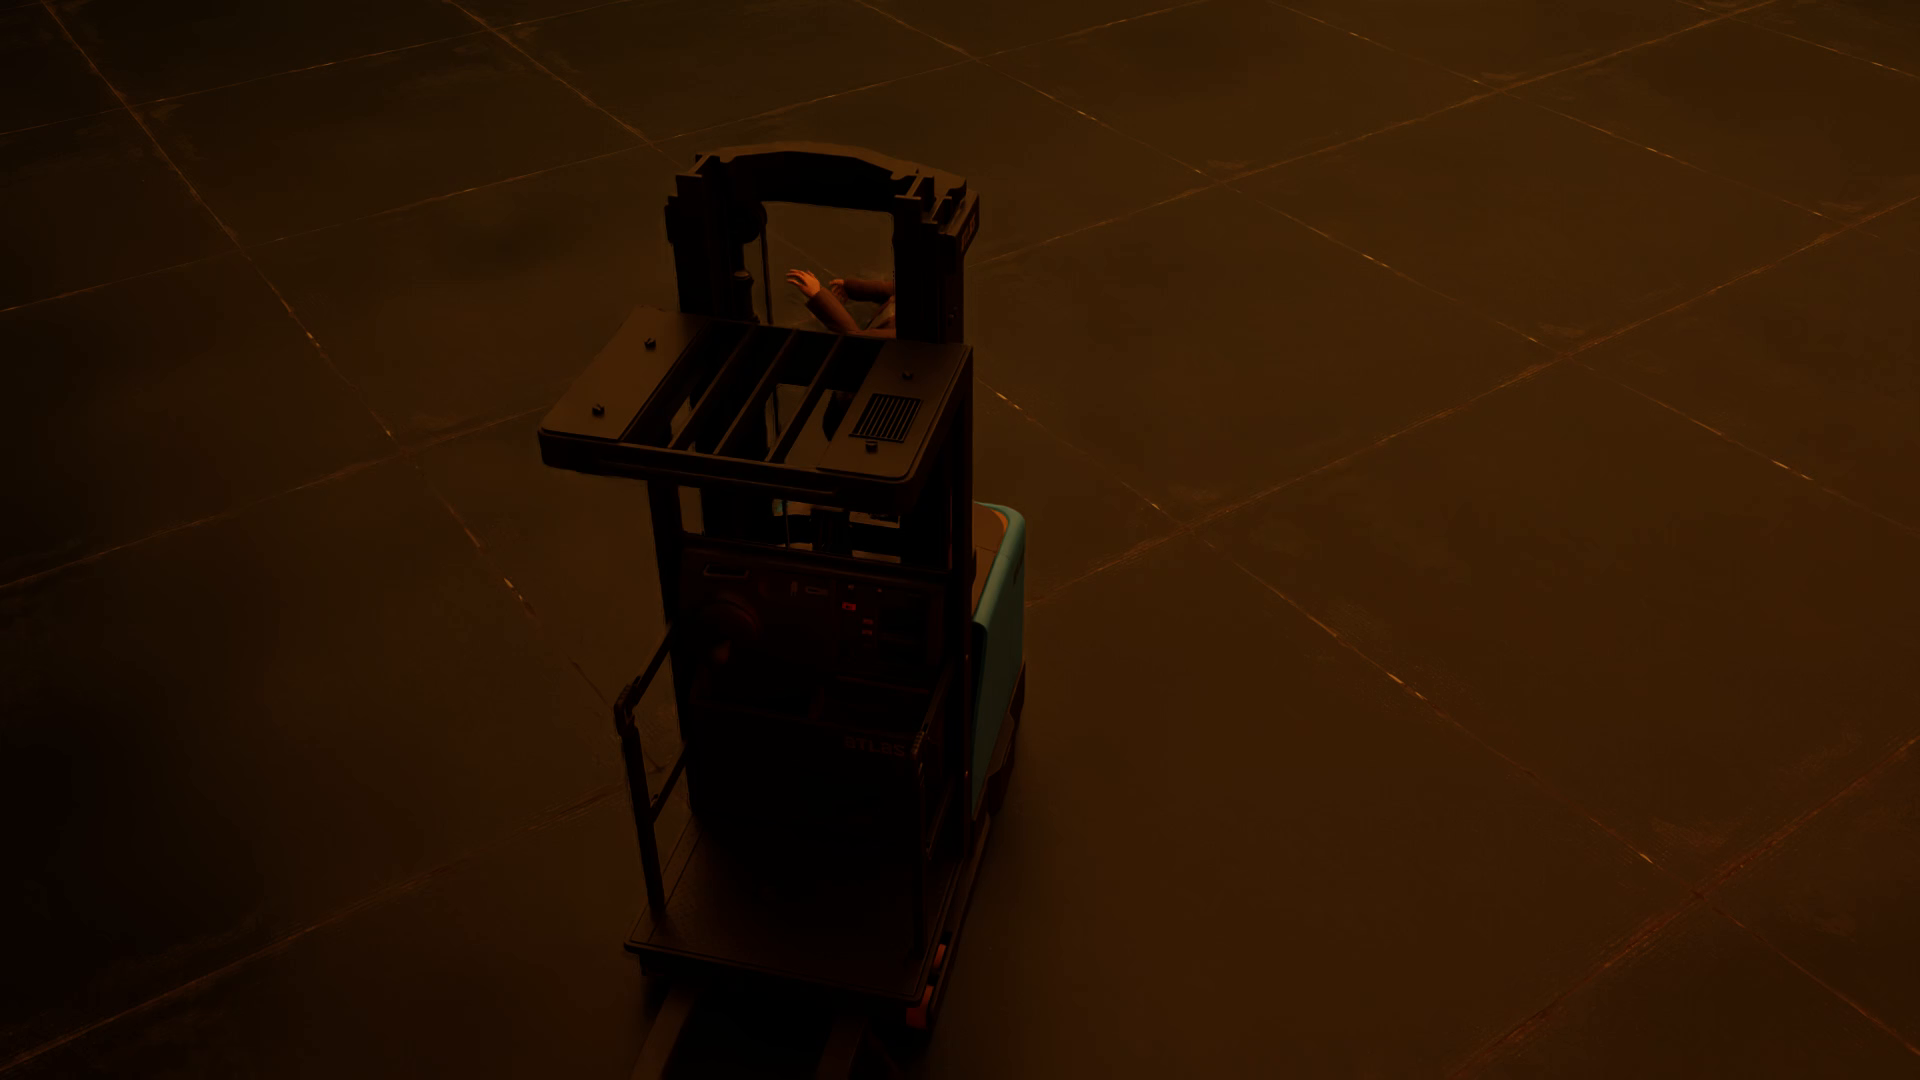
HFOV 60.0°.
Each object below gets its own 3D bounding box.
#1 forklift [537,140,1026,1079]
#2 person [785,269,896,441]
[{"bbox_3d":[-0.558,0.337,5.489,1.130,2.935,3.031,8,37,11],"label":"forklift"},{"bbox_3d":[-0.422,-0.750,8.115,0.835,1.537,1.065,-9,37,-12],"label":"person"}]
